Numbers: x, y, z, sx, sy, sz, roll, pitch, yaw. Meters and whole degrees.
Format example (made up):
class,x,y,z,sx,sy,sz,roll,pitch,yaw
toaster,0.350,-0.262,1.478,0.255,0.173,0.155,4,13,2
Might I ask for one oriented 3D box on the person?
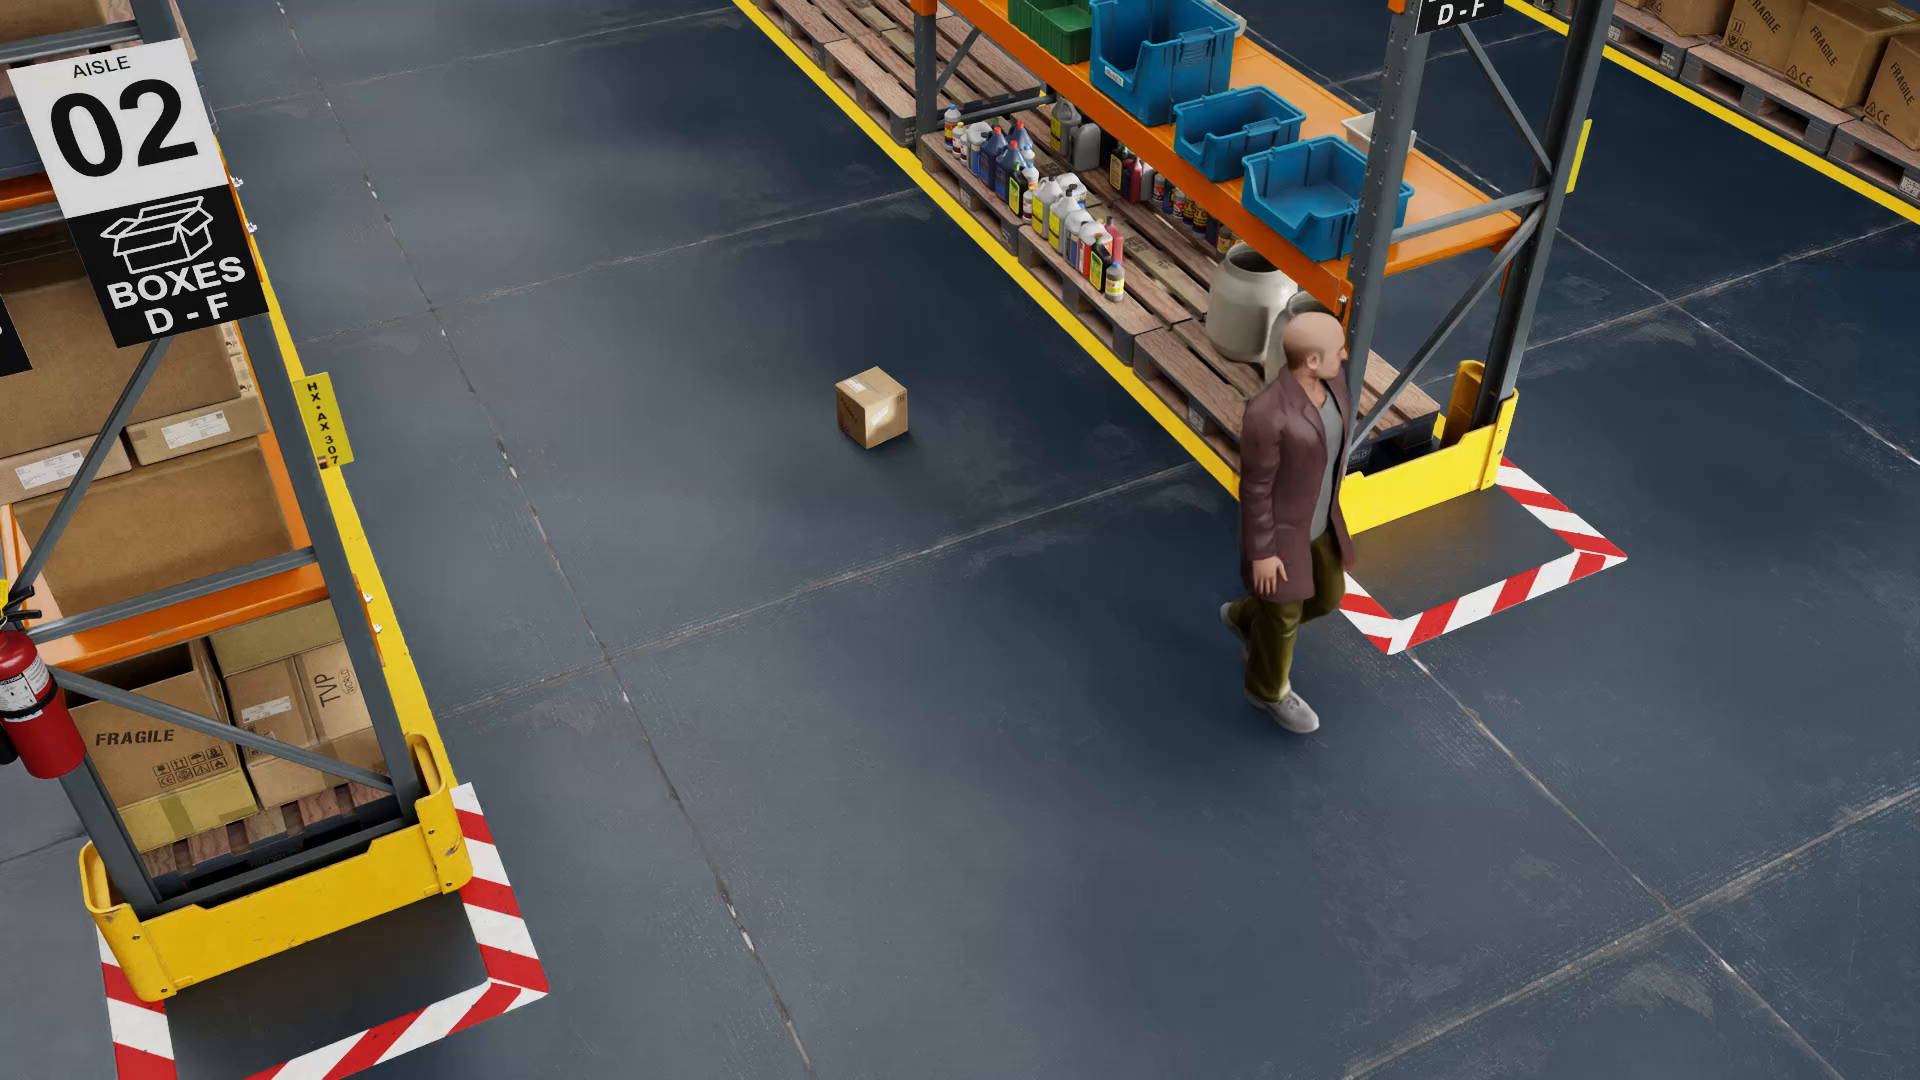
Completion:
class,x,y,z,sx,sy,sz,roll,pitch,yaw
person,1.250,-0.058,6.211,0.599,1.792,0.625,-32,50,-32
